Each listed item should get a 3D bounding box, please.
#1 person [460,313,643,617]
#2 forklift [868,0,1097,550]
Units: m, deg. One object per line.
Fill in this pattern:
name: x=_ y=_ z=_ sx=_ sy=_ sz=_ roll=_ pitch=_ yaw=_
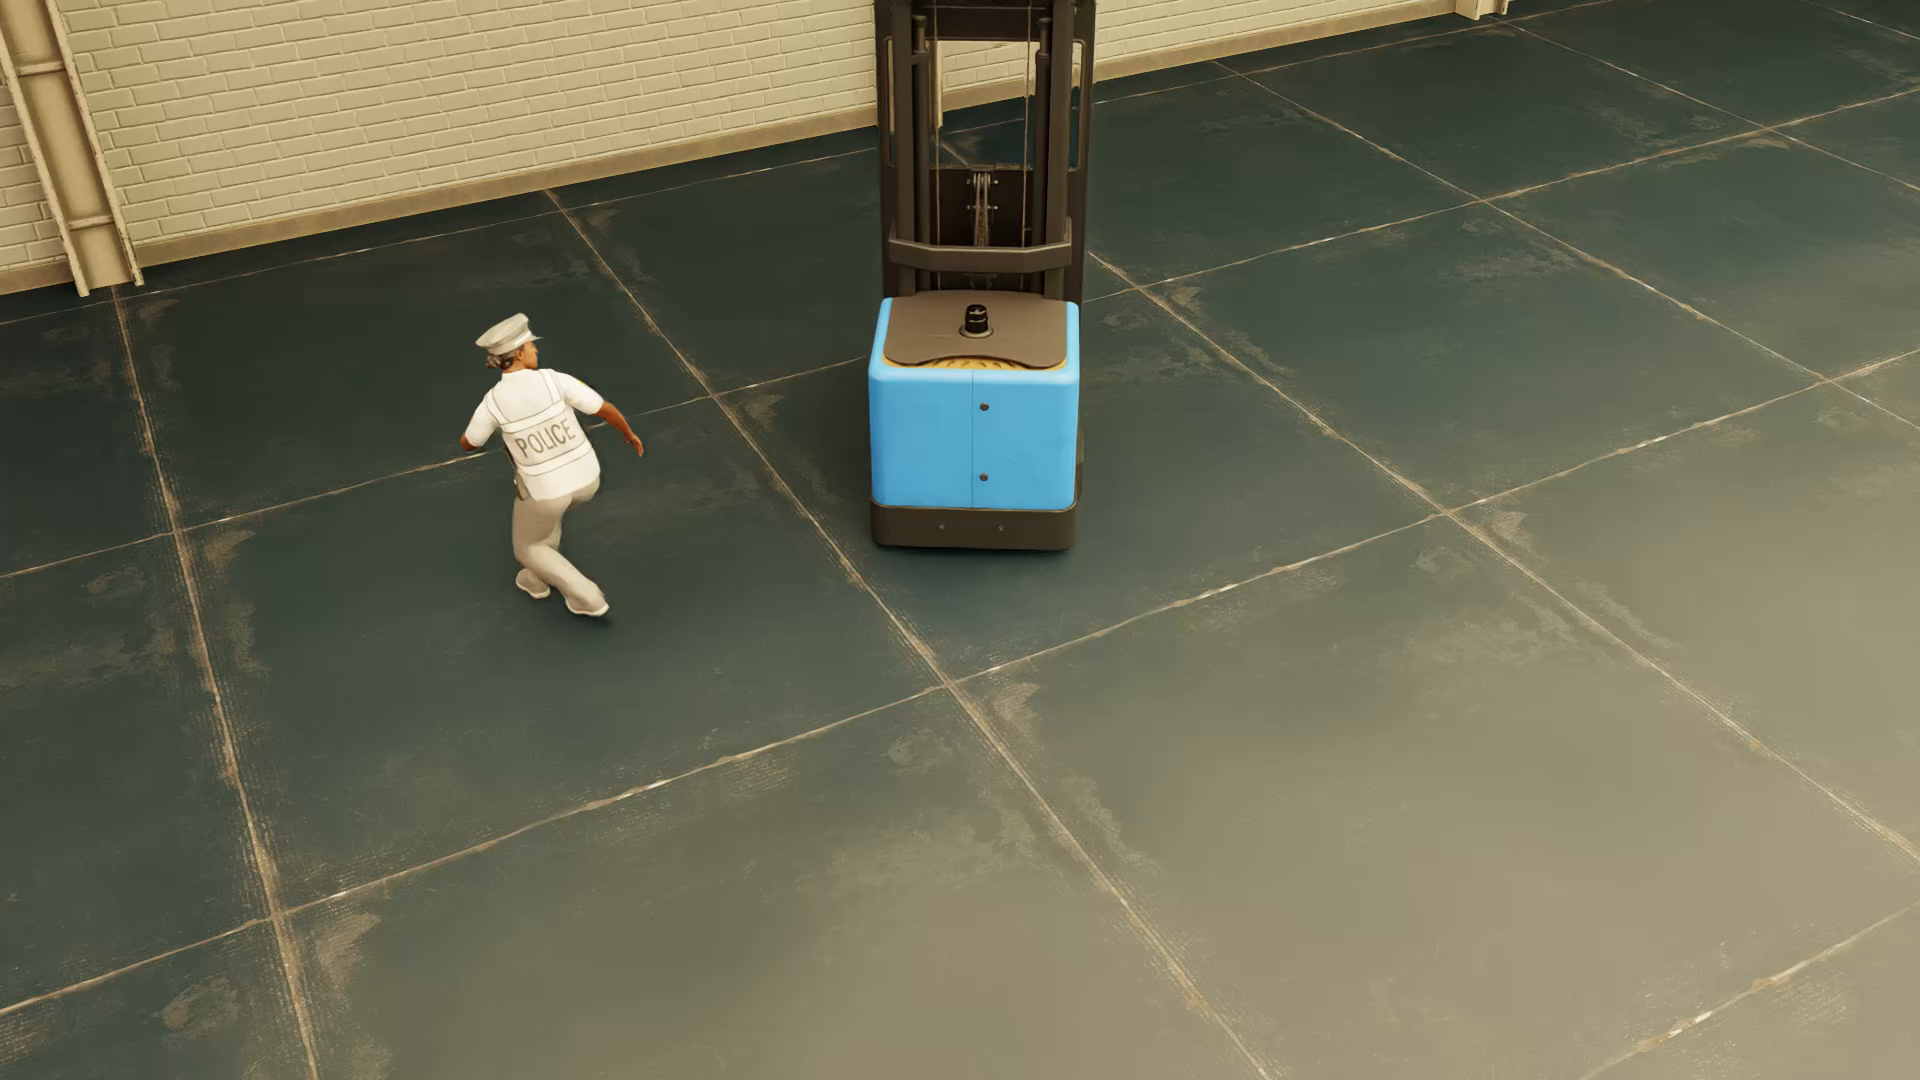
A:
person: x=-1.930 y=-0.384 z=7.884 sx=0.785 sy=1.555 sz=0.805 roll=-25 pitch=42 yaw=-31
forklift: x=0.136 y=-1.970 z=8.910 sx=1.130 sy=2.935 sz=3.031 roll=2 pitch=35 yaw=2
